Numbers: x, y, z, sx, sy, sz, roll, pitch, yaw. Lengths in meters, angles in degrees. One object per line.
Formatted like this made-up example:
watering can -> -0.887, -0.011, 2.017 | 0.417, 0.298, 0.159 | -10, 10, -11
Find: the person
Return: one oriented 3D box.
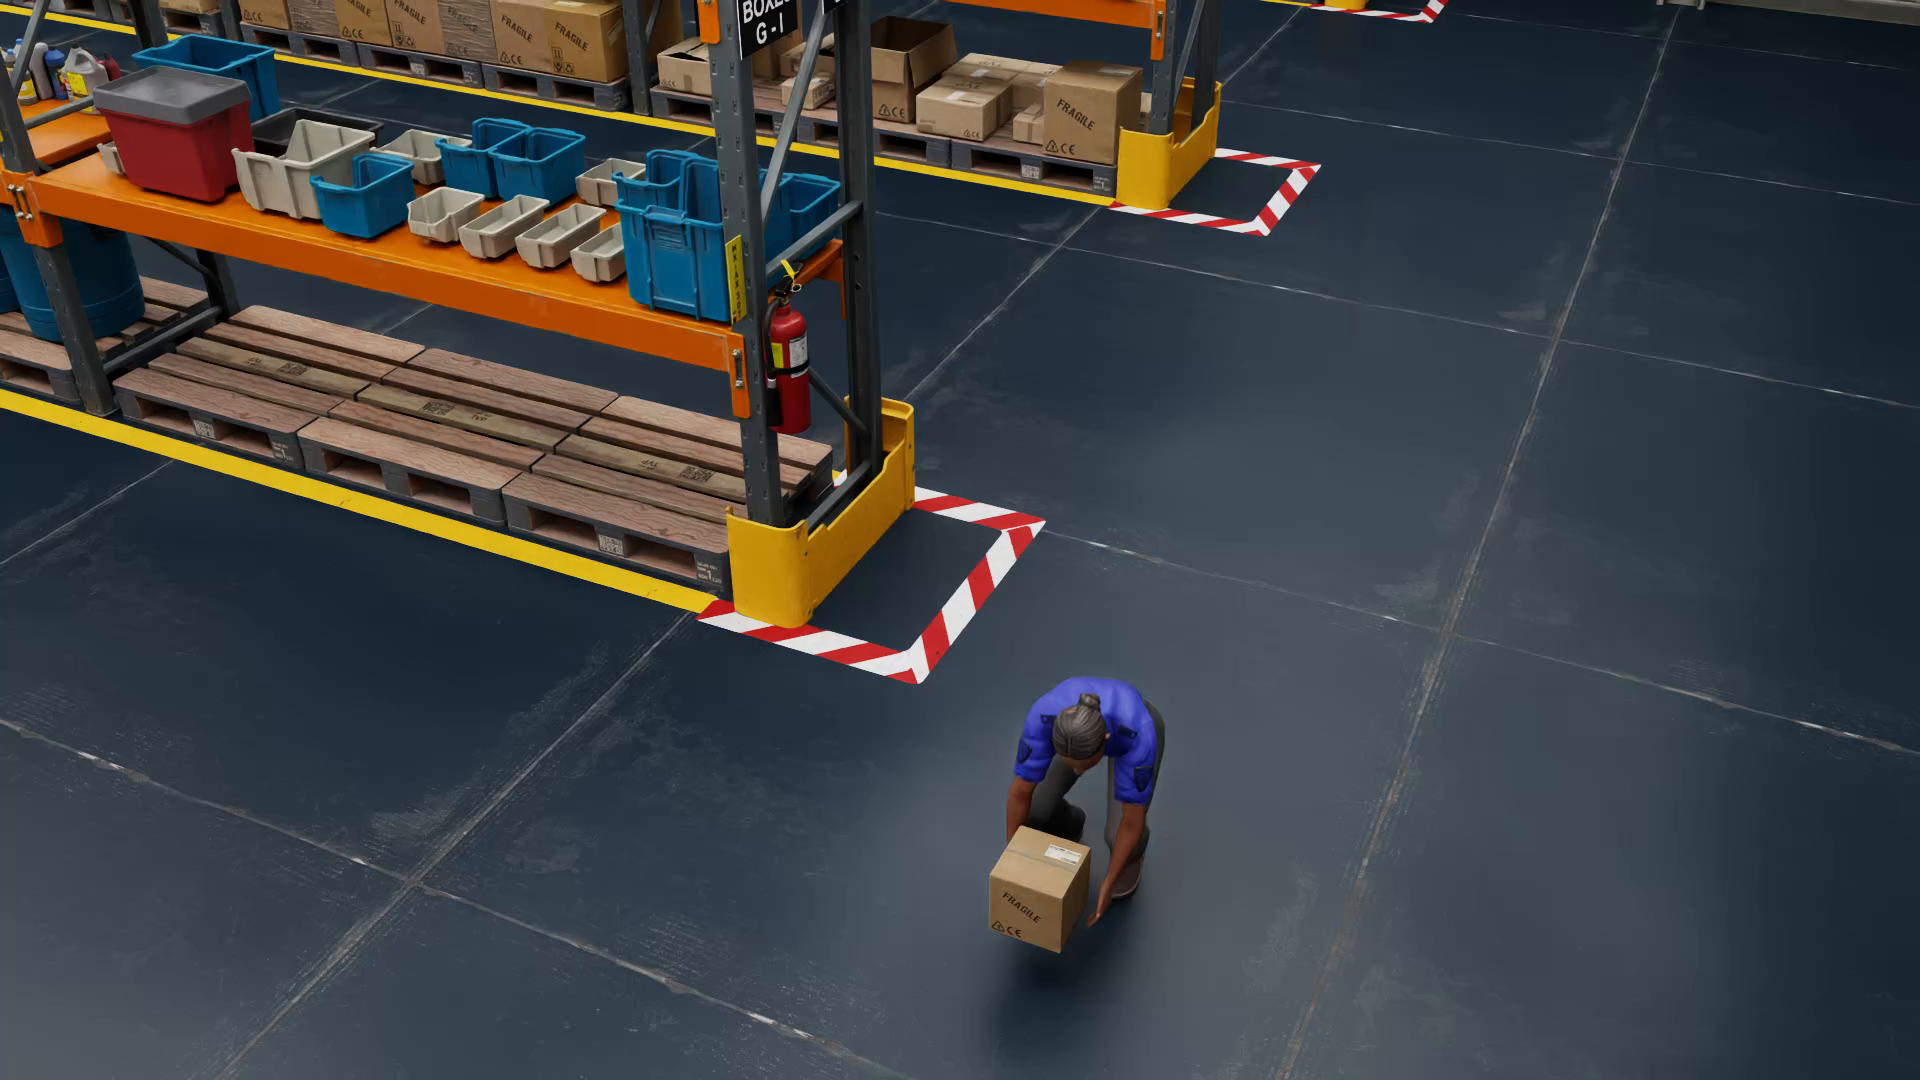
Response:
person -> 0.447, 0.791, 5.560 | 0.486, 1.006, 0.786 | 14, 36, 20
